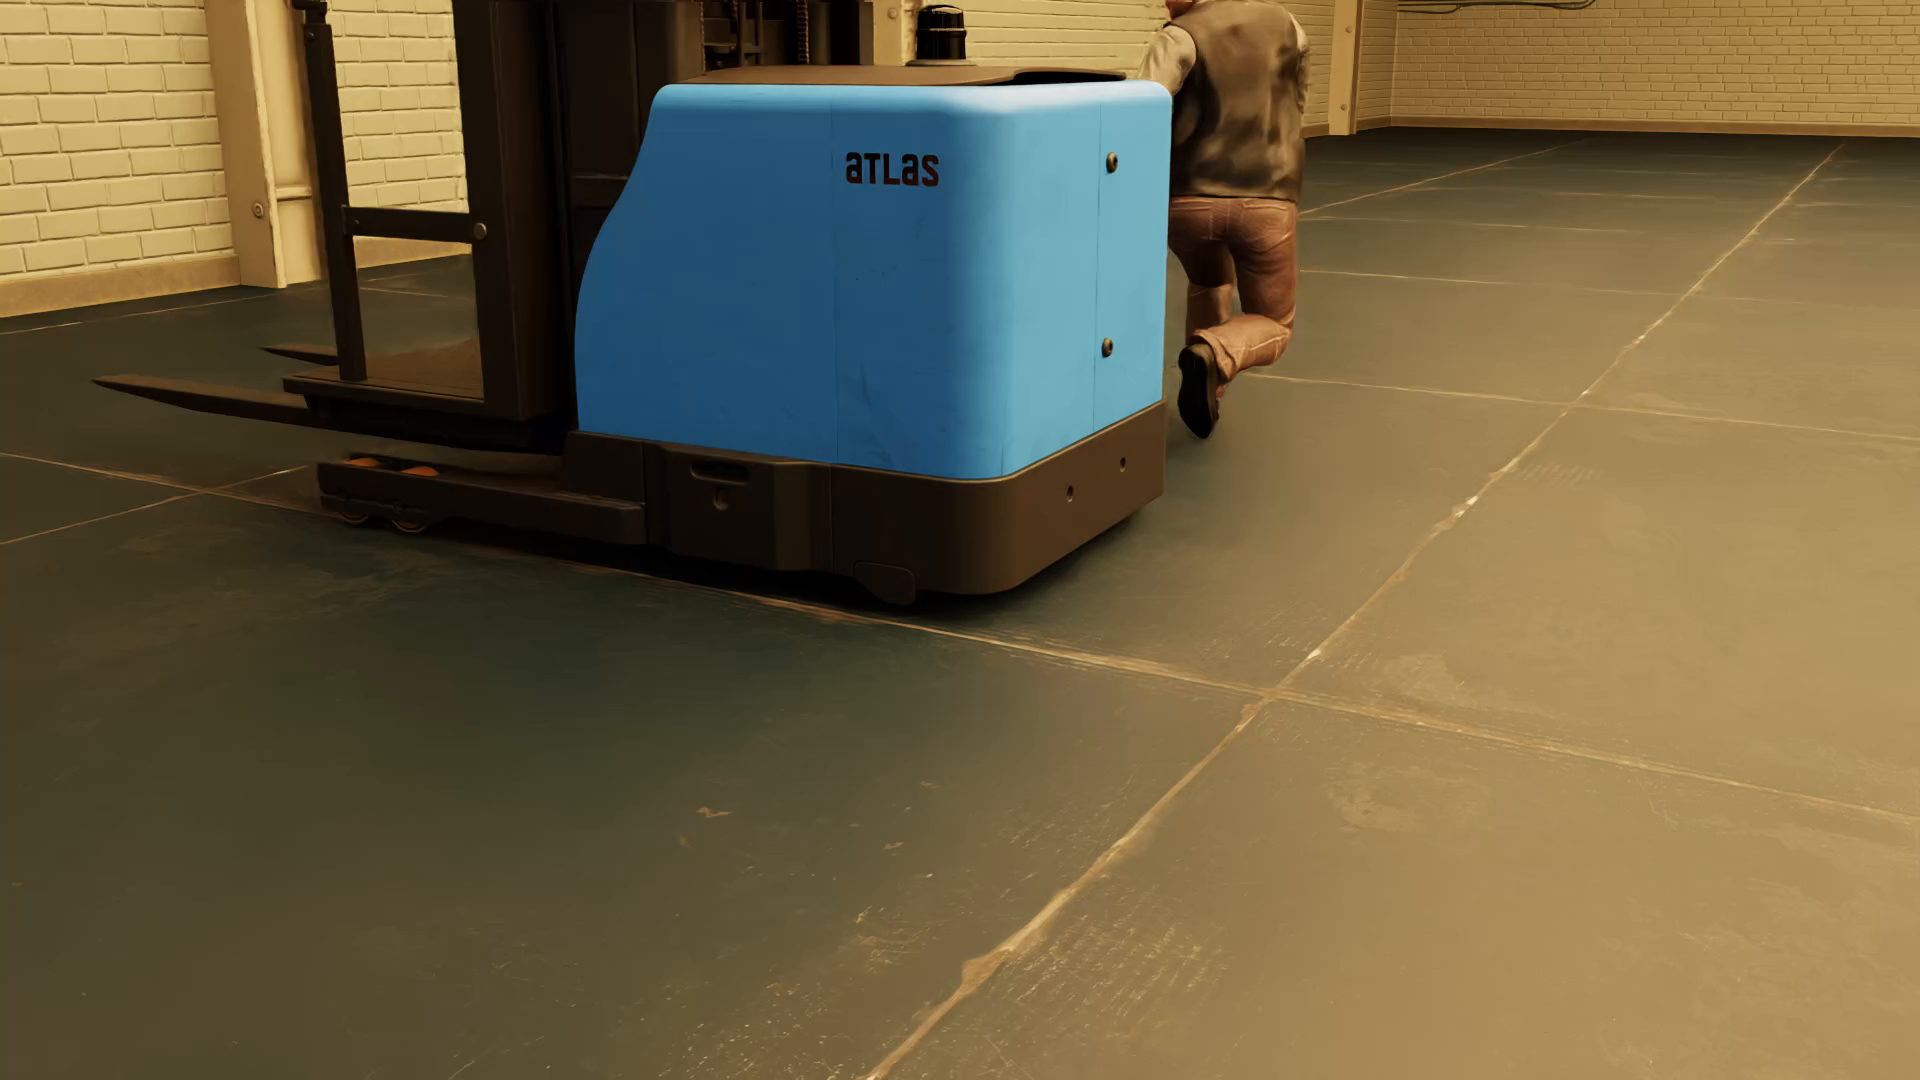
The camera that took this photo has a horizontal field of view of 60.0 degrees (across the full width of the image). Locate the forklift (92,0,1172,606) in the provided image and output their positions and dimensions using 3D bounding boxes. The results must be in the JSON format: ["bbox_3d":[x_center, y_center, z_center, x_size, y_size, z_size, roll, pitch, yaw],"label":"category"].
[{"bbox_3d":[-1.030,-1.543,4.092,3.031,2.935,1.130,8,18,26],"label":"forklift"}]

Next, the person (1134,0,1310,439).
[{"bbox_3d":[0.736,-1.071,5.098,0.627,1.503,0.806,3,17,10],"label":"person"}]
